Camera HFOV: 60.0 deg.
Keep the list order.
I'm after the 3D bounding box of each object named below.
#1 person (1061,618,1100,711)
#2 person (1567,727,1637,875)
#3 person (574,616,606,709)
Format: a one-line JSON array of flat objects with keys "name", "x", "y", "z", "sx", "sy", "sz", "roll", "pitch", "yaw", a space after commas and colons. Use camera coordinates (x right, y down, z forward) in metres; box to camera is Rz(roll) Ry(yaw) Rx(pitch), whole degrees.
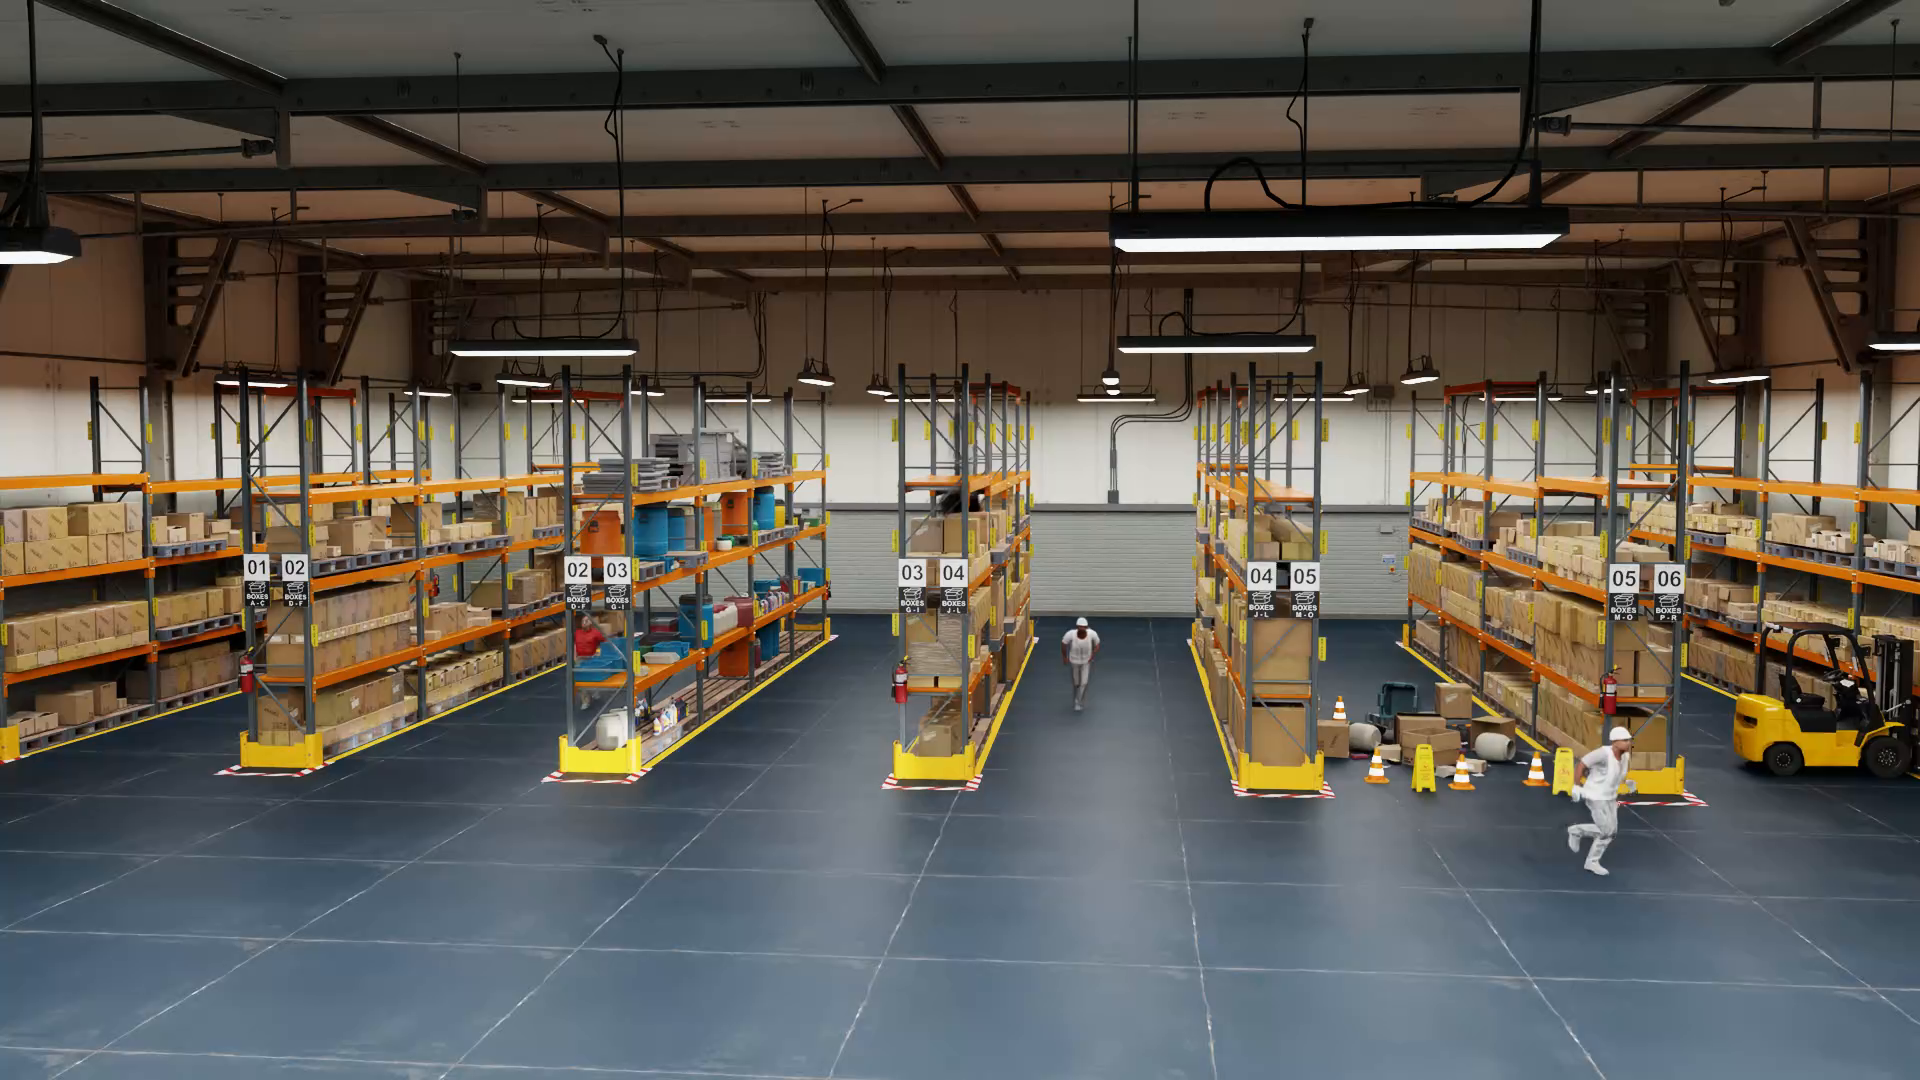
[{"name": "person", "x": 2.195, "y": 2.238, "z": 30.266, "sx": 0.697, "sy": 1.694, "sz": 0.848, "roll": 0, "pitch": 4, "yaw": -5}, {"name": "person", "x": 7.312, "y": 2.949, "z": 18.954, "sx": 0.675, "sy": 1.705, "sz": 0.759, "roll": -3, "pitch": 5, "yaw": -40}, {"name": "person", "x": -6.814, "y": 2.224, "z": 30.372, "sx": 0.665, "sy": 1.688, "sz": 0.603, "roll": 0, "pitch": 4, "yaw": 5}]
